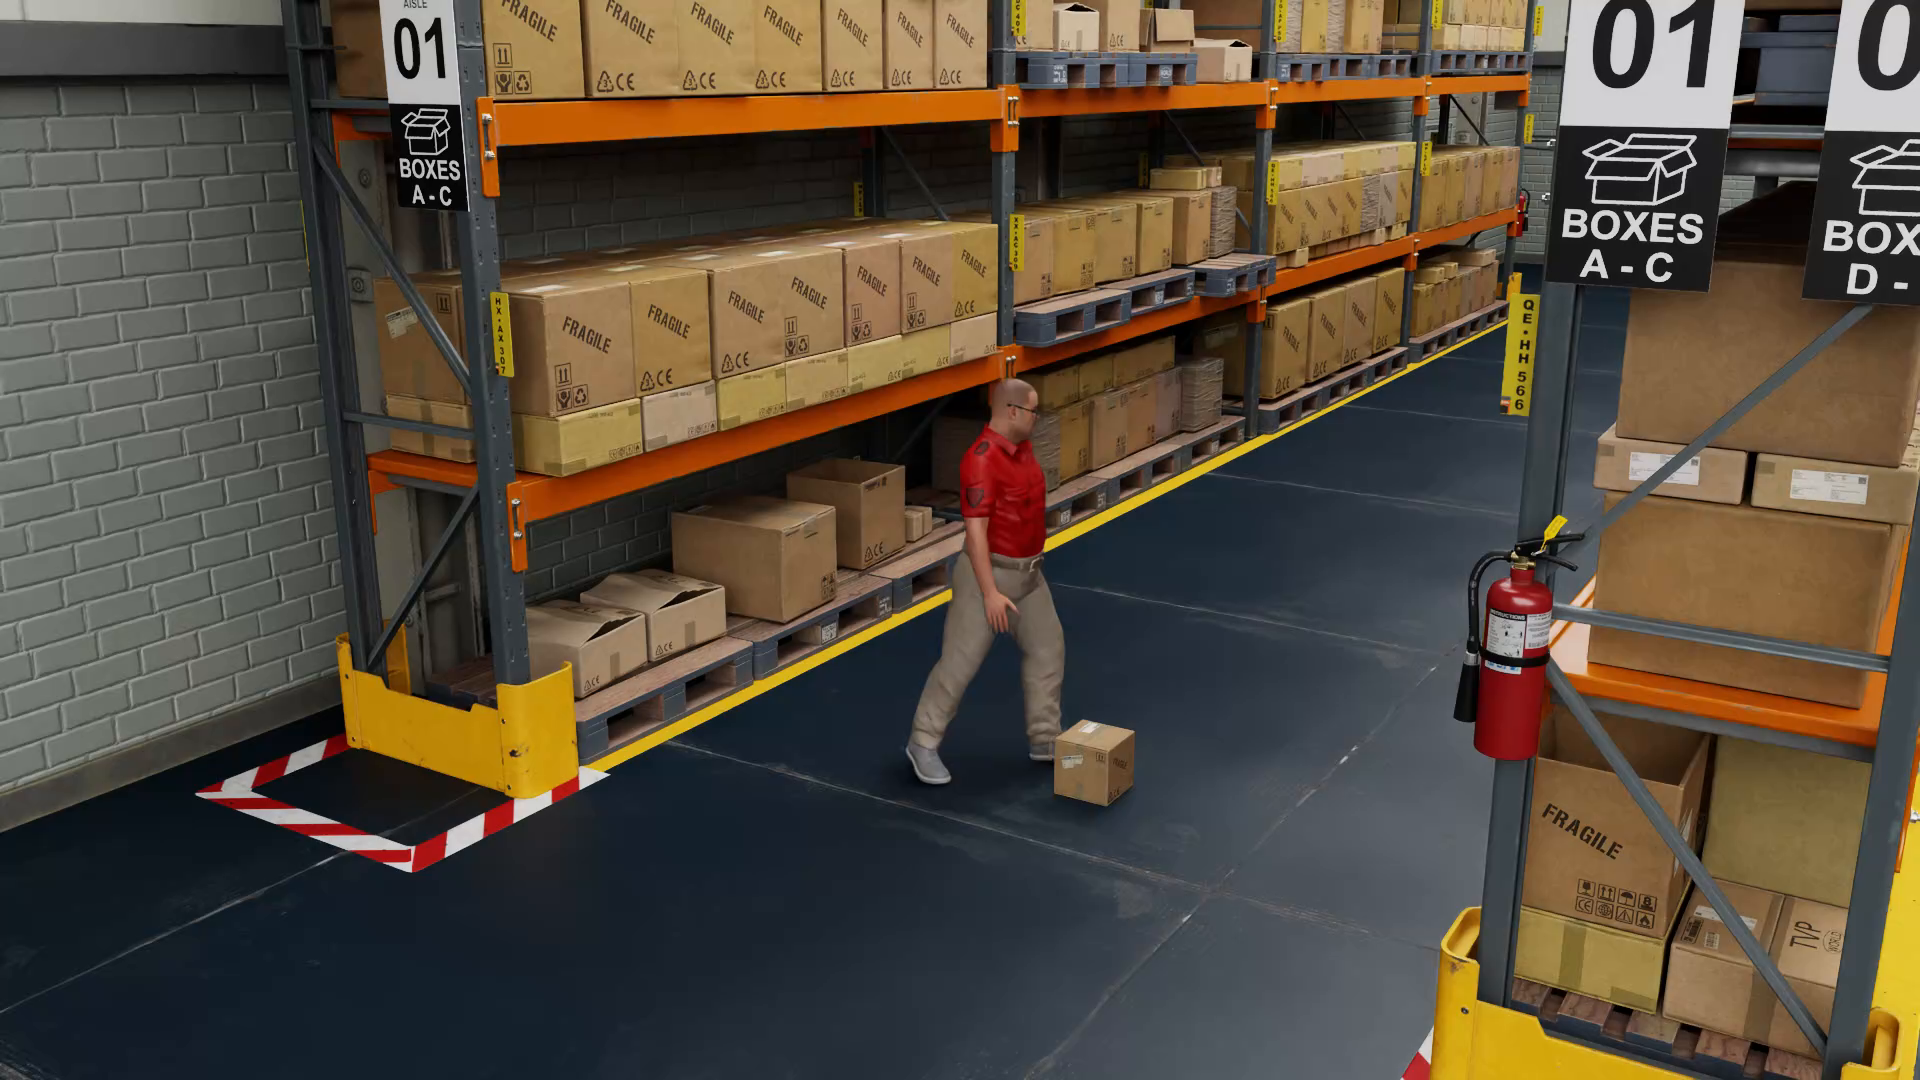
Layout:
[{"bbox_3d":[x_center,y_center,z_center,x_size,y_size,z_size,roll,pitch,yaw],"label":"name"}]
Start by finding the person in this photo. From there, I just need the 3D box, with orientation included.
[{"bbox_3d":[0.165,0.172,6.996,0.753,1.706,0.642,9,18,29],"label":"person"}]
